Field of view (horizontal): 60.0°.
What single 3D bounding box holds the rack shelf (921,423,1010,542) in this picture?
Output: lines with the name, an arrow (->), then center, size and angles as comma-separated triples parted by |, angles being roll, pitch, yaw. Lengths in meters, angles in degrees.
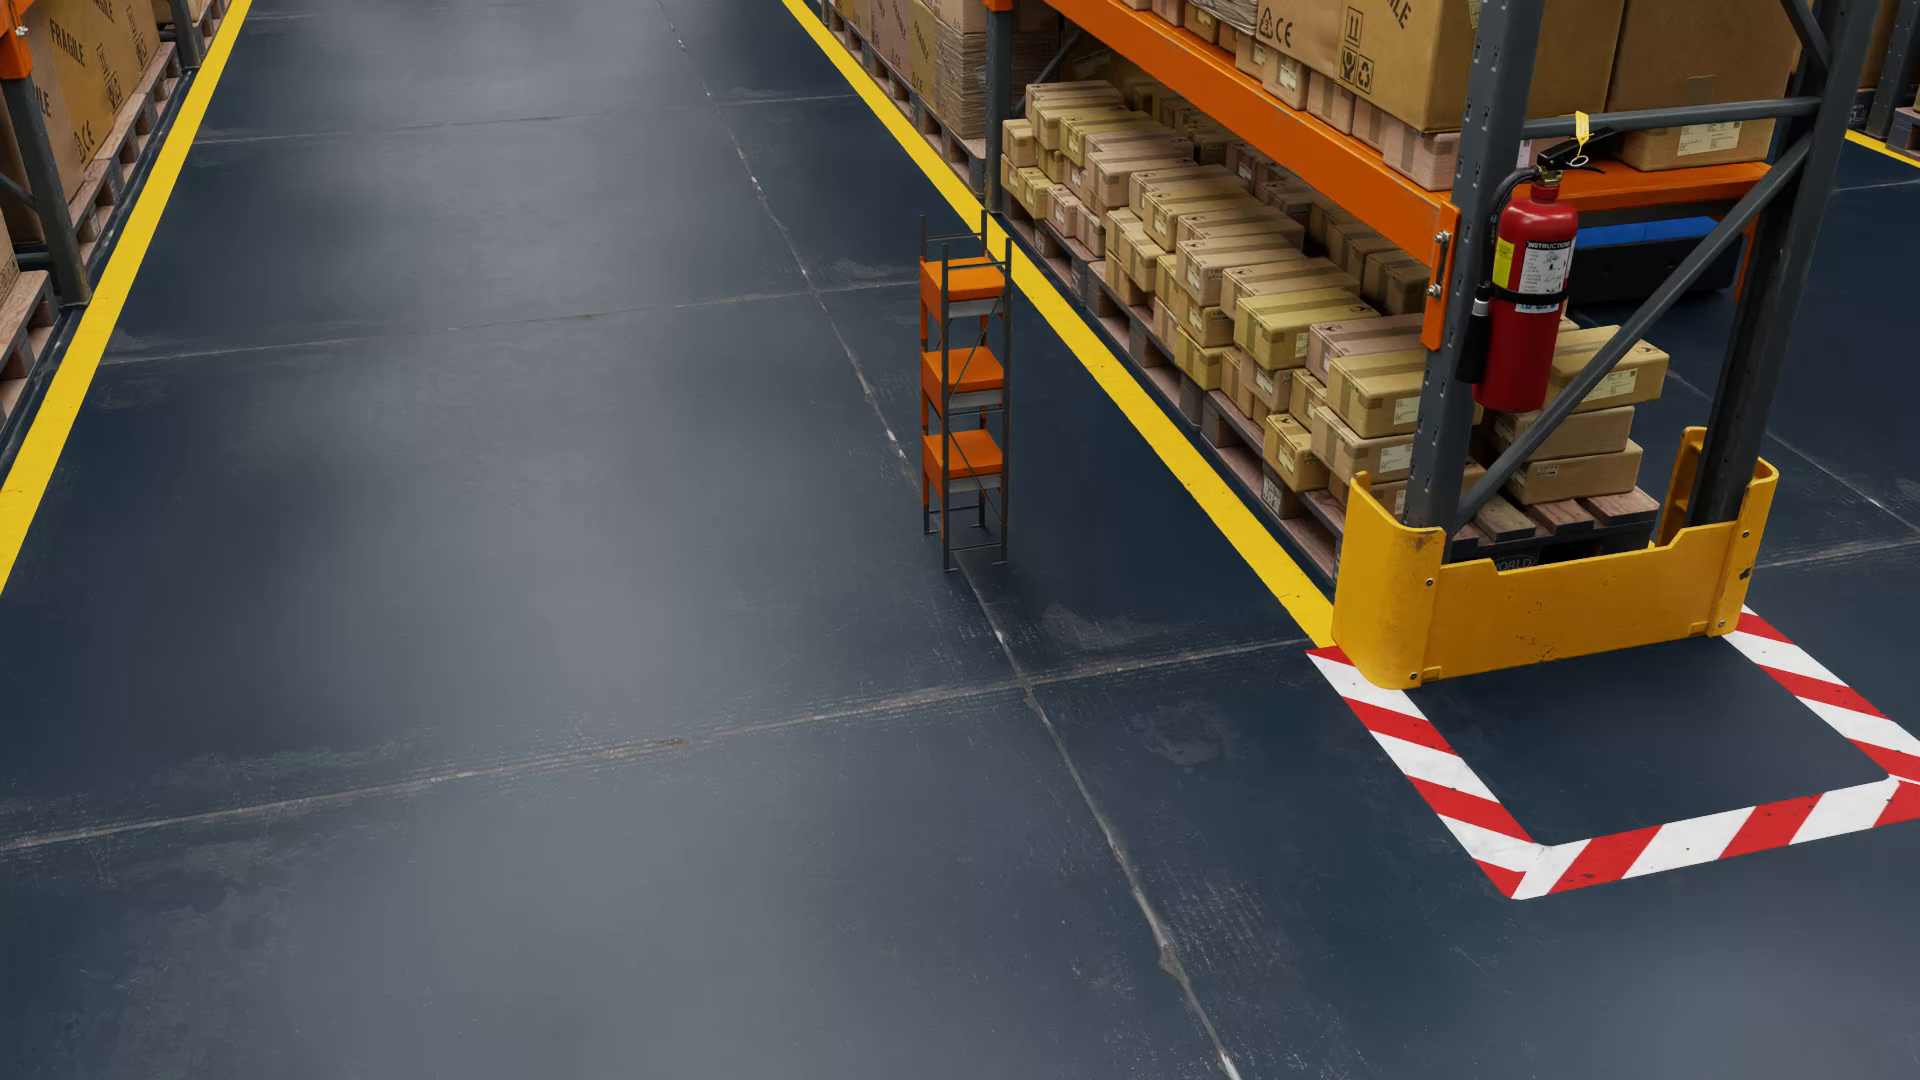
rack shelf -> 0.014, -0.179, 5.087 | 0.215, 0.259, 0.240 | -8, 31, -13

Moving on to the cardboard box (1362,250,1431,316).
cardboard box -> 1.589, -0.873, 5.596 | 0.380, 0.149, 0.250 | -9, 31, -16

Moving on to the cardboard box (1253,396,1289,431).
cardboard box -> 1.185, -0.429, 5.423 | 0.380, 0.149, 0.250 | -8, 31, -14

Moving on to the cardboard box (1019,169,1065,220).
cardboard box -> 0.475, -1.537, 7.338 | 0.380, 0.149, 0.250 | -7, 31, -12

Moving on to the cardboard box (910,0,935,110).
cardboard box -> 0.042, -2.608, 8.838 | 0.500, 0.500, 0.500 | -9, 31, -14

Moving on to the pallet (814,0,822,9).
pallet -> -0.581, -4.052, 12.040 | 1.003, 0.211, 1.213 | -8, 31, -13

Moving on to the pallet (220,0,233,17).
pallet -> -5.716, -3.920, 11.812 | 1.003, 0.211, 1.213 | -8, 31, -13

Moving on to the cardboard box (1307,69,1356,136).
cardboard box -> 1.209, -1.260, 4.683 | 0.380, 0.149, 0.250 | -8, 31, -14

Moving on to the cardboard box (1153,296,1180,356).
cardboard box -> 0.926, -0.796, 6.057 | 0.380, 0.149, 0.250 | -7, 31, -12

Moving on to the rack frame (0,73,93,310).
rack frame -> -4.128, -2.229, 6.107 | 1.000, 3.000, 0.127 | -8, 31, -13

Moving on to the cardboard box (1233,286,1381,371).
cardboard box -> 1.092, -0.669, 5.244 | 0.380, 0.149, 0.250 | -9, 31, -14

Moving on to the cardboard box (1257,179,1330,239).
cardboard box -> 1.340, -1.250, 6.248 | 0.380, 0.149, 0.250 | -8, 31, -13

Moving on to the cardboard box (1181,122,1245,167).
cardboard box -> 1.135, -1.631, 6.907 | 0.380, 0.149, 0.250 | -7, 31, -12

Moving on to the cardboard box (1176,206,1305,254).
cardboard box -> 0.996, -1.067, 5.932 | 0.380, 0.149, 0.250 | -9, 31, -15

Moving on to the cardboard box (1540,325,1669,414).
cardboard box -> 1.868, -0.508, 4.966 | 0.380, 0.149, 0.250 | -9, 31, -16

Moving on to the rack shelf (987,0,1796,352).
rack shelf -> 1.148, -1.659, 5.840 | 1.077, 0.370, 4.000 | -8, 31, -13

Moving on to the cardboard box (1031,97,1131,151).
cardboard box -> 0.525, -1.807, 7.210 | 0.380, 0.149, 0.250 | -6, 31, -11

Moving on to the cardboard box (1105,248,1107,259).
cardboard box -> 0.812, -1.183, 6.726 | 0.380, 0.149, 0.250 | -9, 31, -15

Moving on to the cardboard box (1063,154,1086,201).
cardboard box -> 0.658, -1.572, 7.102 | 0.380, 0.149, 0.250 | -8, 31, -14

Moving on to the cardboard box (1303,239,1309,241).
cardboard box -> 1.319, -1.126, 6.330 | 0.380, 0.149, 0.250 | -6, 31, -11

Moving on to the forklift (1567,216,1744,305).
forklift -> 2.375, -2.931, 7.388 | 1.130, 2.935, 3.031 | -7, 31, -13

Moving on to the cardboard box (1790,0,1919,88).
cardboard box -> 5.237, -3.116, 9.340 | 1.225, 0.875, 0.875 | -8, 31, -13

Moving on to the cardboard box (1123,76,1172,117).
cardboard box -> 0.963, -2.004, 7.552 | 0.380, 0.149, 0.250 | -7, 31, -12

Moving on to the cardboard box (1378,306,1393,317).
cardboard box -> 1.656, -0.753, 5.686 | 0.380, 0.149, 0.250 | -7, 31, -12

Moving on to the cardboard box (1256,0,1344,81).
cardboard box -> 1.180, -1.609, 4.638 | 0.500, 0.500, 0.500 | -8, 31, -14

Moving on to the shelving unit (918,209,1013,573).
shelving unit -> 0.014, -0.429, 4.942 | 0.215, 1.050, 0.252 | -8, 31, -13

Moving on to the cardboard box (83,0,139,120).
cardboard box -> -4.854, -2.647, 8.531 | 0.875, 0.875, 0.875 | -7, 31, -13

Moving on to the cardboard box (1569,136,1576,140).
cardboard box -> 1.802, -1.213, 4.602 | 0.380, 0.149, 0.250 | -7, 31, -11

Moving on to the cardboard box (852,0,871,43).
cardboard box -> -0.366, -3.350, 10.120 | 0.500, 0.500, 0.500 | -7, 31, -13

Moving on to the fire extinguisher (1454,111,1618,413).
fire extinguisher -> 1.301, -0.627, 3.788 | 0.296, 0.674, 0.183 | -8, 31, -13

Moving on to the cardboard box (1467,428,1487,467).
cardboard box -> 1.700, -0.363, 5.310 | 0.380, 0.149, 0.250 | -8, 31, -13

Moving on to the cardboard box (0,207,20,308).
cardboard box -> -4.065, -0.985, 6.095 | 0.875, 0.438, 0.875 | -8, 31, -14

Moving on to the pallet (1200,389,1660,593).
pallet -> 1.477, -0.231, 5.439 | 1.003, 0.211, 1.213 | -8, 31, -13

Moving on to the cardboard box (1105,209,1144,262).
cardboard box -> 0.783, -1.175, 6.416 | 0.380, 0.149, 0.250 | -8, 31, -14

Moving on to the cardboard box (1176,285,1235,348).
cardboard box -> 0.974, -0.797, 5.763 | 0.380, 0.149, 0.250 | -7, 31, -13

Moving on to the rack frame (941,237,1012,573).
rack frame -> 0.047, -0.370, 4.841 | 0.200, 1.050, 0.008 | -8, 31, -13

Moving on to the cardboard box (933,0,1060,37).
cardboard box -> 0.176, -2.687, 8.225 | 0.500, 0.250, 0.500 | -9, 31, -15

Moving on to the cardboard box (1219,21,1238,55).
cardboard box -> 1.063, -1.649, 5.356 | 0.380, 0.149, 0.250 | -9, 31, -15

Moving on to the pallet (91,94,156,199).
pallet -> -4.733, -1.975, 8.452 | 1.003, 0.211, 1.213 | -8, 31, -13

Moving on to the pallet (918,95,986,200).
pallet -> 0.409, -2.105, 8.677 | 1.003, 0.211, 1.213 | -8, 31, -13

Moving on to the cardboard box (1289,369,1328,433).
cardboard box -> 1.246, -0.431, 5.131 | 0.380, 0.149, 0.250 | -9, 31, -14

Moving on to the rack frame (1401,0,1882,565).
rack frame -> 1.679, -1.004, 3.991 | 1.000, 3.000, 0.127 | -8, 31, -13

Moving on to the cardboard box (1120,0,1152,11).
cardboard box -> 0.773, -2.018, 5.992 | 0.380, 0.149, 0.250 | -7, 31, -11

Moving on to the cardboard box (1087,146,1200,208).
cardboard box -> 0.720, -1.435, 6.567 | 0.380, 0.149, 0.250 | -7, 31, -12
